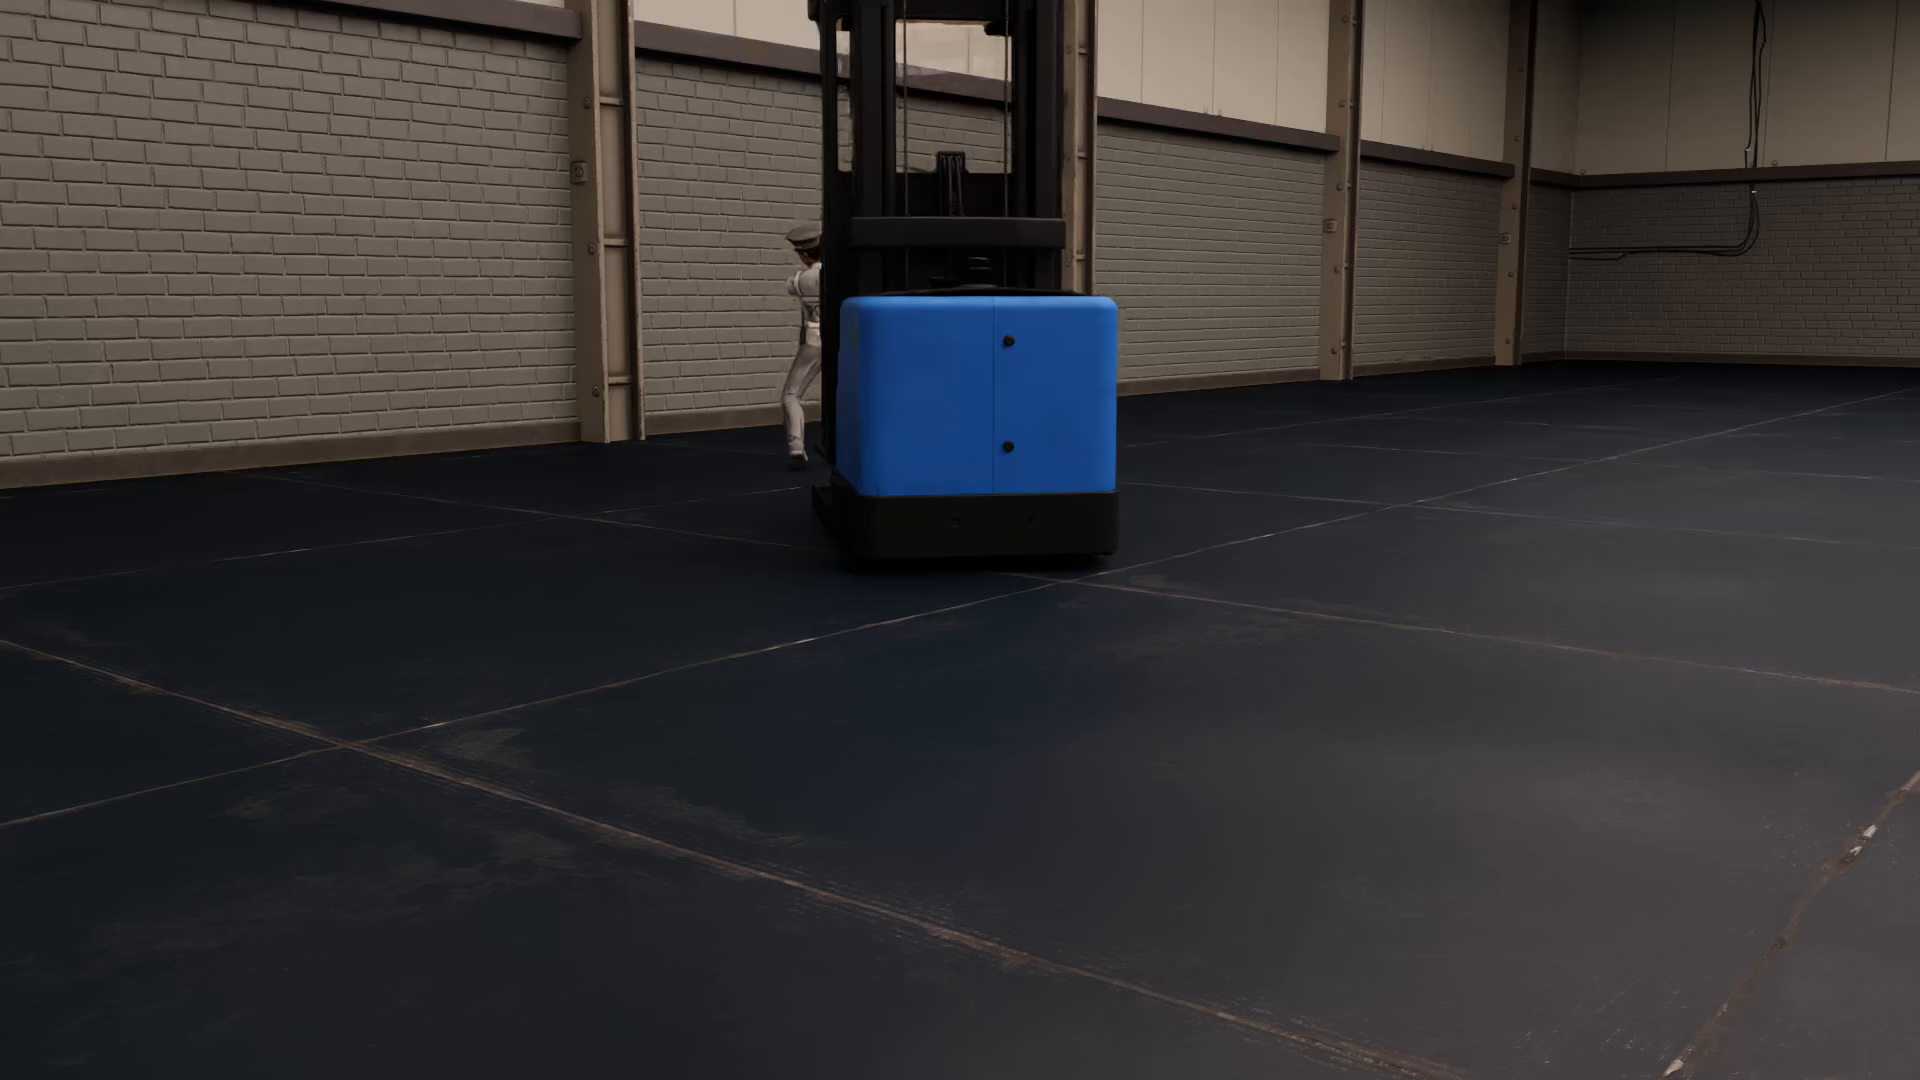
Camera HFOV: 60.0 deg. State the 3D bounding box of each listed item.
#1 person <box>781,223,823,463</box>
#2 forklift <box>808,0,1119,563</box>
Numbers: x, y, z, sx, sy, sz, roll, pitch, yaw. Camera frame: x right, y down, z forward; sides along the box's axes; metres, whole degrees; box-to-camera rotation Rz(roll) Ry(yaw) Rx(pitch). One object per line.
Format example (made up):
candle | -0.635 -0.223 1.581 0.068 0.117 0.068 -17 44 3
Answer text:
person | -0.747 -1.259 10.699 0.835 1.513 0.803 -2 8 -11
forklift | -0.120 -1.533 7.758 1.130 2.935 3.031 -1 8 -9
